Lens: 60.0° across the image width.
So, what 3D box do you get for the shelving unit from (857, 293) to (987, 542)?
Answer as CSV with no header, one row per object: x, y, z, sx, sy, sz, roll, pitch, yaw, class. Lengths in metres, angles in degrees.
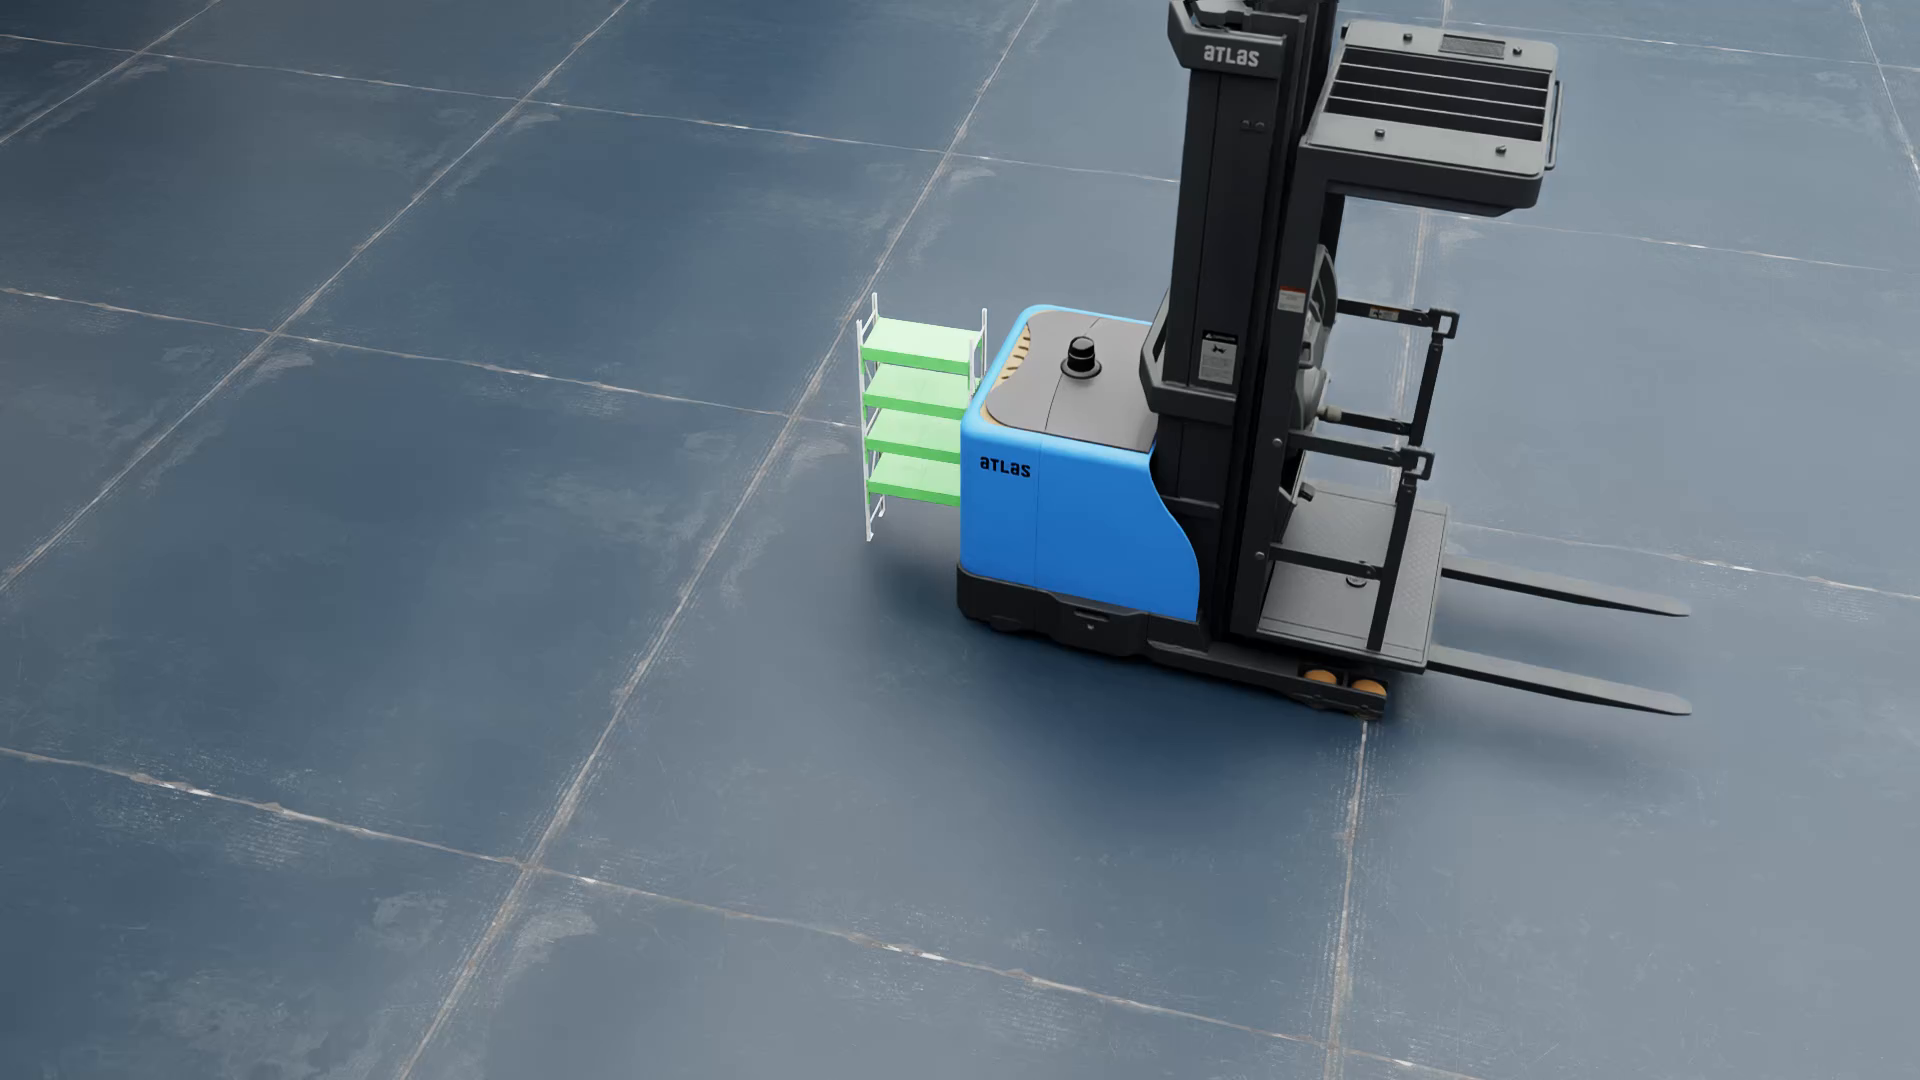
-0.160,-0.487,7.397,0.503,1.200,0.258,10,41,11,shelving unit

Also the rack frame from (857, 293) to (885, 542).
-0.396,-0.528,7.445,0.015,1.200,0.240,10,41,11,rack frame

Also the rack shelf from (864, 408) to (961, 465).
-0.160,-0.438,7.438,0.480,0.148,0.258,10,41,11,rack shelf

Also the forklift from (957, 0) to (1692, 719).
1.561,-0.768,6.385,3.031,2.935,1.130,12,41,14,forklift

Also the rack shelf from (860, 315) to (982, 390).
-0.160,-0.806,7.129,0.480,0.148,0.258,10,41,11,rack shelf

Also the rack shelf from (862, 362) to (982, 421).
-0.160,-0.622,7.284,0.480,0.148,0.258,10,41,11,rack shelf

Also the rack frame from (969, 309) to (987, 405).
0.076,-0.446,7.349,0.015,1.200,0.240,10,41,11,rack frame

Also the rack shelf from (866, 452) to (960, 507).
-0.160,-0.254,7.592,0.480,0.148,0.258,10,41,11,rack shelf
